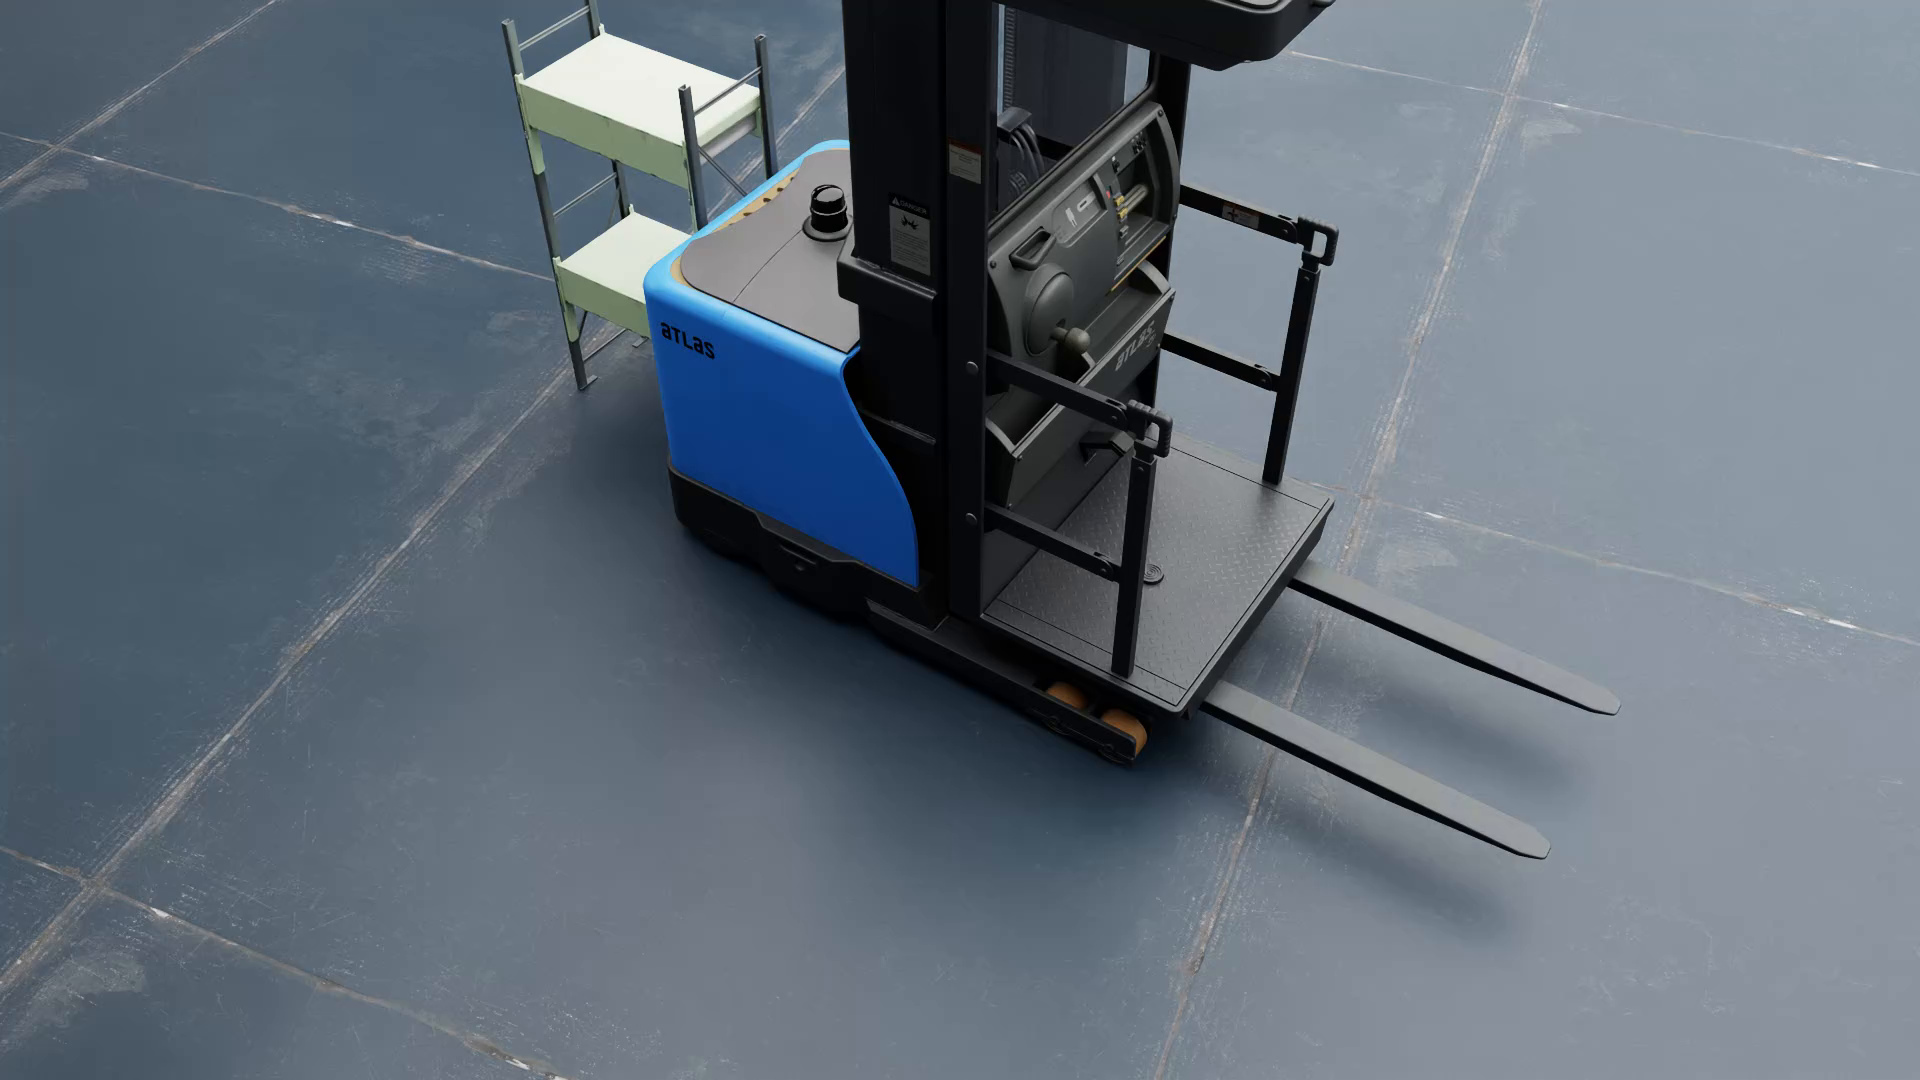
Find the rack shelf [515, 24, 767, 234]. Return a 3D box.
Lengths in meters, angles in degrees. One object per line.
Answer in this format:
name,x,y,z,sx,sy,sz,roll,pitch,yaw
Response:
rack shelf,-1.031,-1.355,5.495,0.720,0.370,0.431,25,50,23

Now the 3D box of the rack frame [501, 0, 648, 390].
rack frame,-1.335,-1.221,5.914,0.023,1.500,0.400,25,50,23

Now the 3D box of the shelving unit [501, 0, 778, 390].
shelving unit,-1.031,-1.078,5.770,0.755,1.500,0.431,25,50,23

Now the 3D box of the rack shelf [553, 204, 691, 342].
rack shelf,-1.031,-0.847,6.000,0.720,0.370,0.431,25,50,23

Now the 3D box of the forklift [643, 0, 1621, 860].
forklift,0.525,-0.793,4.469,3.031,2.935,1.130,25,50,23

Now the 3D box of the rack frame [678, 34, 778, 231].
rack frame,-0.726,-0.935,5.626,0.023,1.500,0.400,25,50,23
